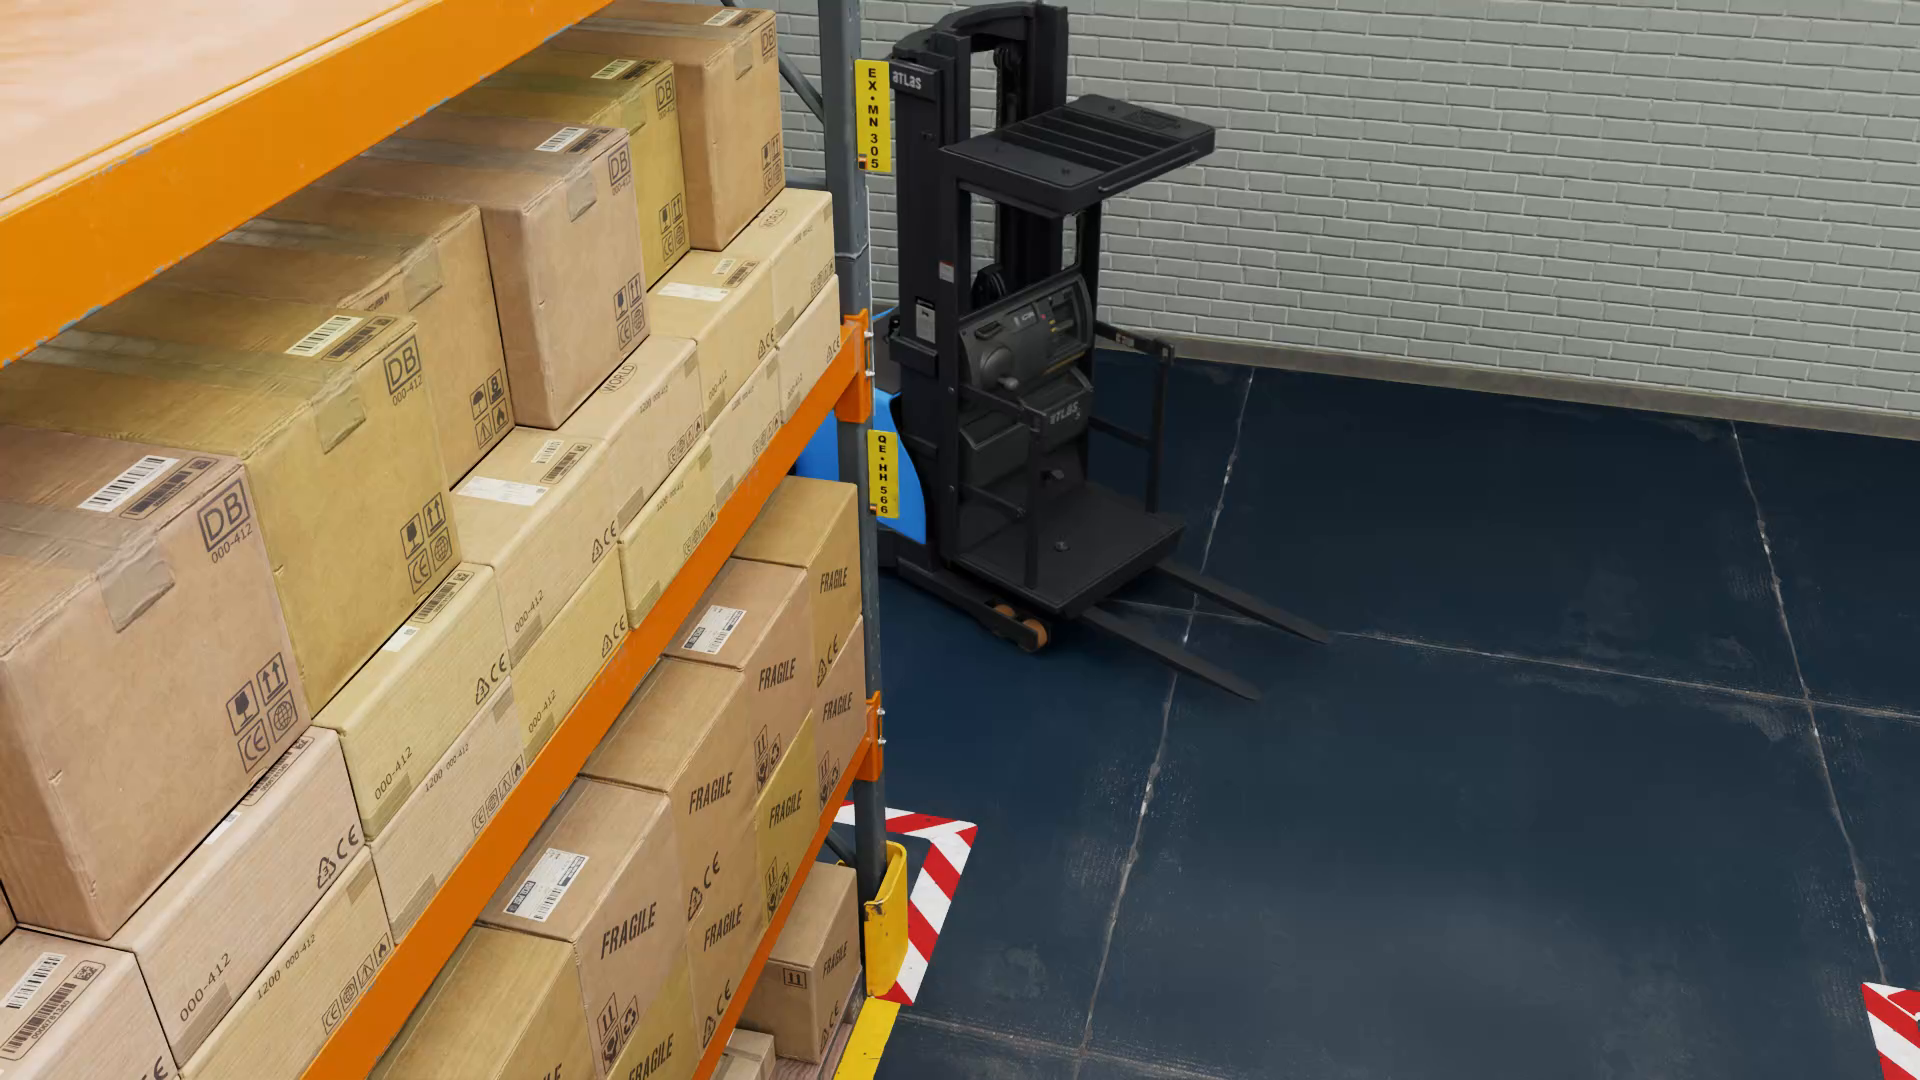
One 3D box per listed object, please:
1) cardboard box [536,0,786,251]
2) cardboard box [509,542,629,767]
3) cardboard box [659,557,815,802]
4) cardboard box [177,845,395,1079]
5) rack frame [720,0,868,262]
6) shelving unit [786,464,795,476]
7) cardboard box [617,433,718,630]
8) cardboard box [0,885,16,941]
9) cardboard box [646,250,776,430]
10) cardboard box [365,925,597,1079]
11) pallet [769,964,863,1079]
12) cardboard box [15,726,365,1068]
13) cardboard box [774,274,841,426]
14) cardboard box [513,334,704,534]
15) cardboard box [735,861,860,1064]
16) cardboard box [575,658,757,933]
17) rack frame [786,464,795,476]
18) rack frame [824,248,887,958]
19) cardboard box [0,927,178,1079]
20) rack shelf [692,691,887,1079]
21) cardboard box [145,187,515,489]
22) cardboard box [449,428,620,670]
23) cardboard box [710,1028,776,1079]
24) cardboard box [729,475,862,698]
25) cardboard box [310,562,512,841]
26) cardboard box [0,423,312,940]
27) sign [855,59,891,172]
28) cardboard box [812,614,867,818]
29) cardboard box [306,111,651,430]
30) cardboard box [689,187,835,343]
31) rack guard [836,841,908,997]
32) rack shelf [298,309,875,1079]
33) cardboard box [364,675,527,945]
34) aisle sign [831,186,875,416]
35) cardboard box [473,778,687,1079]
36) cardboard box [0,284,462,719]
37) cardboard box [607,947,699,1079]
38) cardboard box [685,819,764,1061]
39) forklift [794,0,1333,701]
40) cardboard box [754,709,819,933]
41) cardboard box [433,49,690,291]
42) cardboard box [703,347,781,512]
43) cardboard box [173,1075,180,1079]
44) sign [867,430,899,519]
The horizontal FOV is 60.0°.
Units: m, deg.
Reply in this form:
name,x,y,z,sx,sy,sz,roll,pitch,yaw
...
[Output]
name,x,y,z,sx,sy,sz,roll,pitch,yaw
cardboard box,-0.899,-1.140,4.496,0.700,0.500,0.500,8,33,12
cardboard box,-1.054,0.198,3.557,0.500,0.250,0.500,8,33,12
cardboard box,-0.758,0.388,4.889,0.500,0.500,0.500,9,34,14
cardboard box,-1.305,0.717,2.740,0.500,0.250,0.500,8,33,12
rack frame,-0.784,-2.211,4.409,1.000,3.000,0.127,8,33,12
shelving unit,-1.237,-0.592,8.853,0.538,1.500,1.048,2,32,3
cardboard box,-0.911,-0.060,3.962,0.500,0.250,0.500,8,33,12
cardboard box,-1.713,0.409,2.059,0.700,0.500,0.500,8,33,12
cardboard box,-0.794,-0.532,4.238,0.500,0.250,0.500,8,33,12
cardboard box,-1.146,1.192,3.624,0.500,0.500,0.500,7,33,11
pallet,-1.005,1.951,6.054,1.003,0.211,1.213,8,33,12
cardboard box,-1.310,0.505,2.607,0.500,0.250,0.500,8,33,12
cardboard box,-0.659,-0.579,4.778,0.500,0.250,0.500,8,33,12
cardboard box,-0.925,-0.273,3.830,0.500,0.250,0.500,8,33,12
cardboard box,-0.684,1.506,6.075,0.500,0.500,0.500,8,33,12
cardboard box,-0.885,0.657,4.465,0.500,0.500,0.500,9,34,14
rack frame,-1.204,-0.864,9.281,0.500,1.500,0.032,2,32,3
rack frame,-0.784,0.321,6.019,1.000,3.000,0.127,8,33,12
cardboard box,-1.435,0.765,2.199,0.500,0.250,0.500,8,33,12
rack shelf,-1.292,1.663,4.579,1.077,0.370,4.000,8,33,12
cardboard box,-1.348,-0.371,3.287,0.700,0.500,0.500,8,33,12
cardboard box,-1.045,-0.012,3.421,0.500,0.250,0.500,8,33,12
cardboard box,-0.874,1.845,5.853,0.380,0.166,0.250,8,33,12
cardboard box,-0.631,0.125,5.301,0.500,0.500,0.500,8,33,12
cardboard box,-1.172,0.247,3.013,0.500,0.250,0.500,8,33,12
cardboard box,-1.449,0.169,2.437,0.700,0.500,0.500,8,33,12
sign,-0.252,-1.232,4.841,0.100,0.325,0.005,8,33,12
cardboard box,-0.634,0.548,5.568,0.500,0.500,0.500,9,34,14
cardboard box,-1.131,-0.618,3.675,0.700,0.500,0.500,8,33,12
cardboard box,-0.668,-0.791,4.646,0.500,0.250,0.500,8,33,12
rack guard,-0.803,1.416,6.627,1.175,0.500,0.348,8,33,12
rack shelf,-1.292,0.397,3.774,1.077,0.370,4.000,8,33,12
cardboard box,-1.177,0.458,3.148,0.500,0.250,0.500,8,33,12
aisle sign,-0.470,-0.770,5.311,0.394,0.787,0.004,8,33,12
cardboard box,-1.016,0.924,4.045,0.500,0.500,0.500,9,34,14
cardboard box,-1.328,-0.091,2.846,0.700,0.500,0.500,8,33,12
cardboard box,-1.023,1.338,4.326,0.500,0.500,0.500,8,33,12
cardboard box,-0.894,1.076,4.738,0.500,0.500,0.500,8,33,13
forklift,0.493,-0.986,8.139,3.031,2.935,1.130,26,41,35
cardboard box,-0.763,0.818,5.144,0.500,0.500,0.500,8,33,13
cardboard box,-1.107,-0.892,4.106,0.700,0.500,0.500,8,33,12
cardboard box,-0.797,-0.321,4.372,0.500,0.250,0.500,8,33,12
cardboard box,-1.436,0.976,2.333,0.500,0.250,0.500,8,33,12
sign,-0.252,-0.215,5.488,0.100,0.325,0.005,8,33,12
